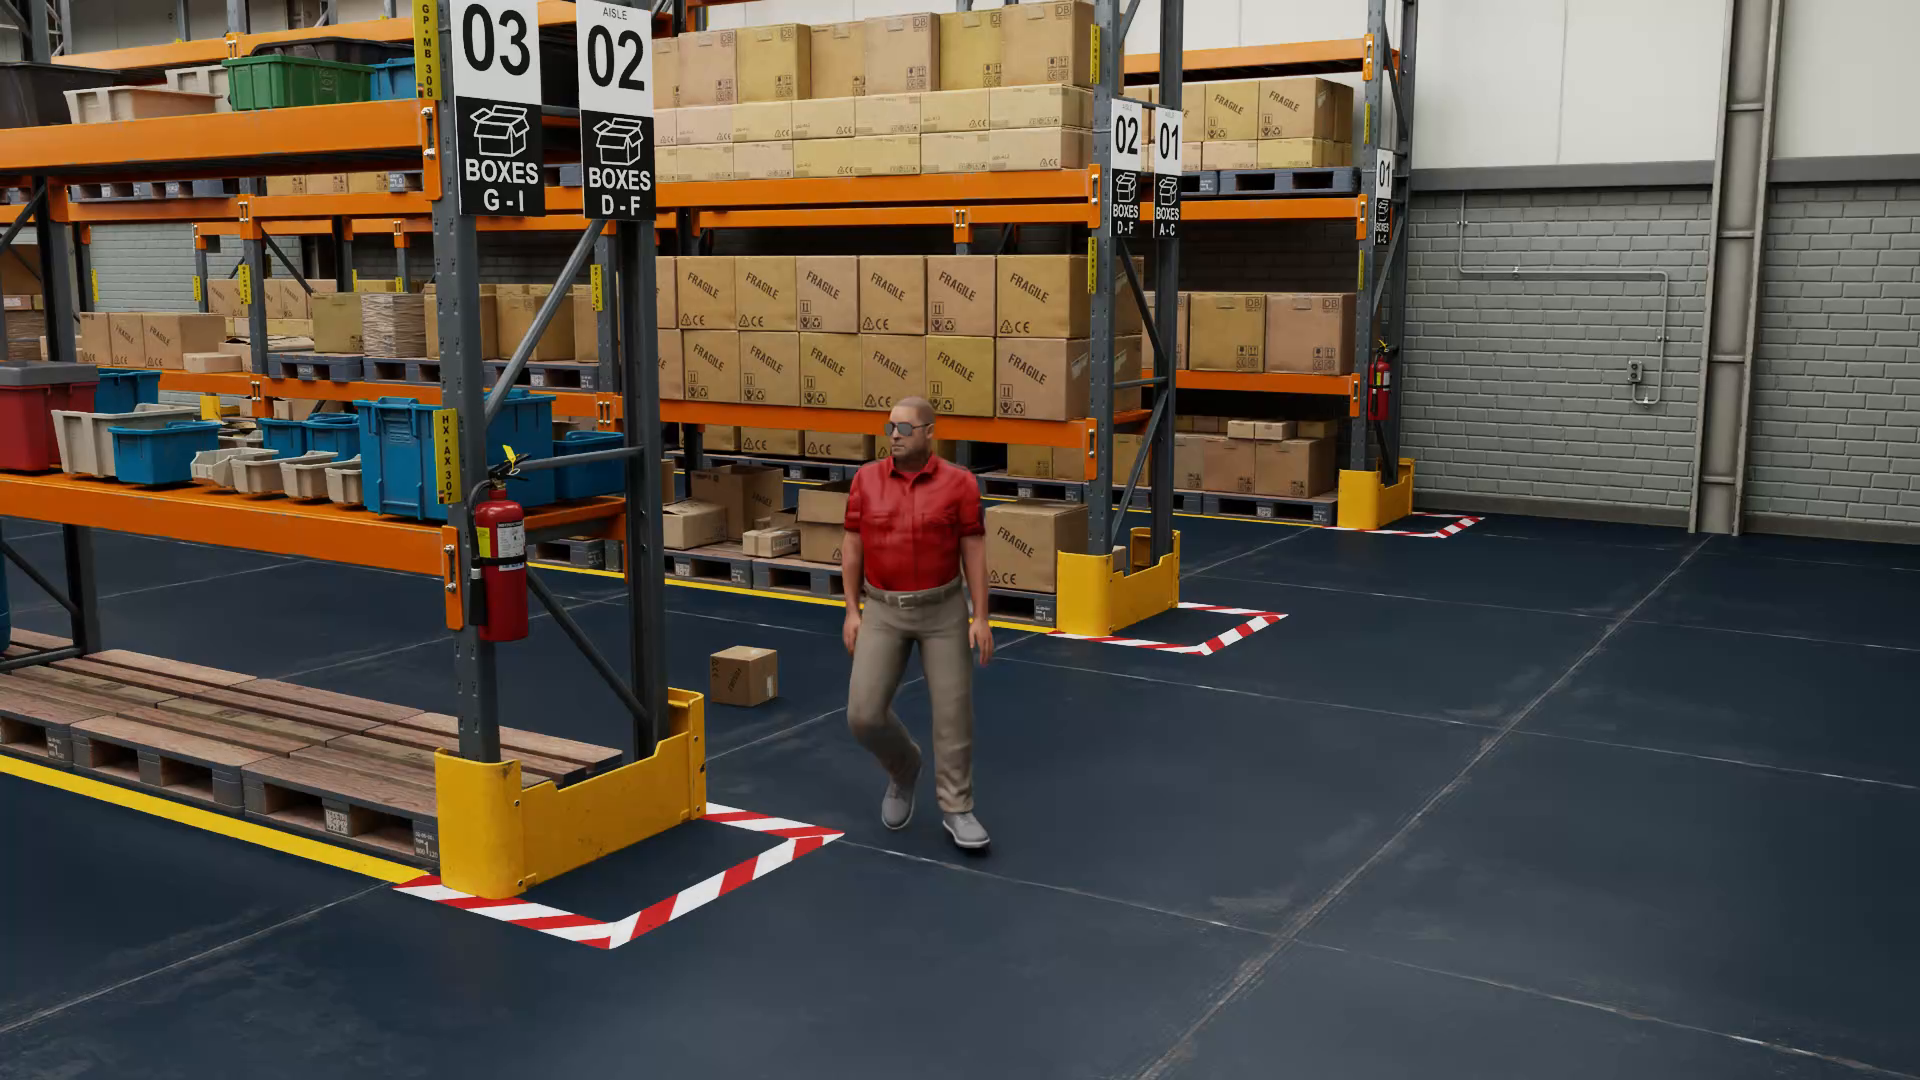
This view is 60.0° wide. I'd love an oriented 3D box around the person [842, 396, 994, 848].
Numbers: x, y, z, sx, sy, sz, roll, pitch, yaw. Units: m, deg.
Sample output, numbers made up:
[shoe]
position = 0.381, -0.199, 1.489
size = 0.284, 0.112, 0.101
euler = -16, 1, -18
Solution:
[person]
position = -0.162, 0.307, 6.446
size = 0.590, 1.731, 0.490
euler = 0, 9, 1
